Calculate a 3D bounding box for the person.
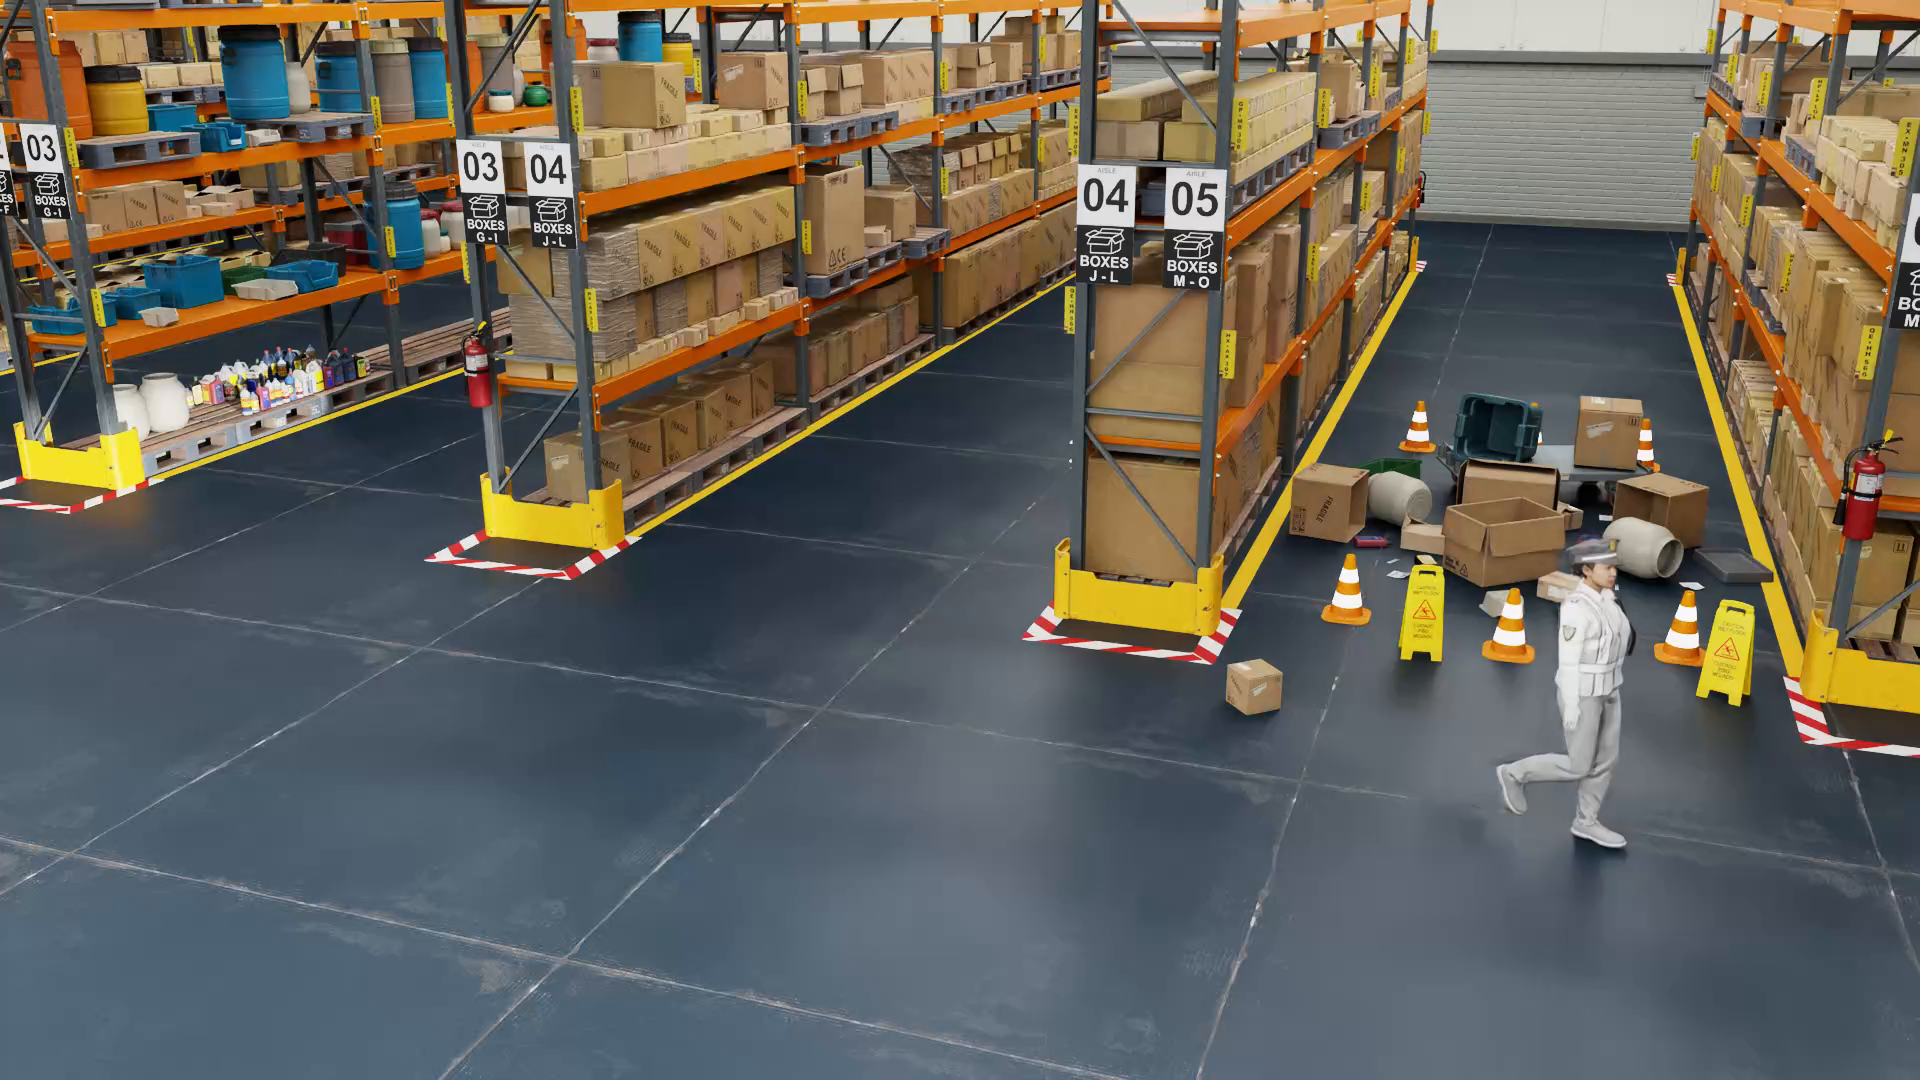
[{"bbox_3d":[3.234,0.774,8.699,0.473,1.667,0.672,-18,26,-42],"label":"person"}]
